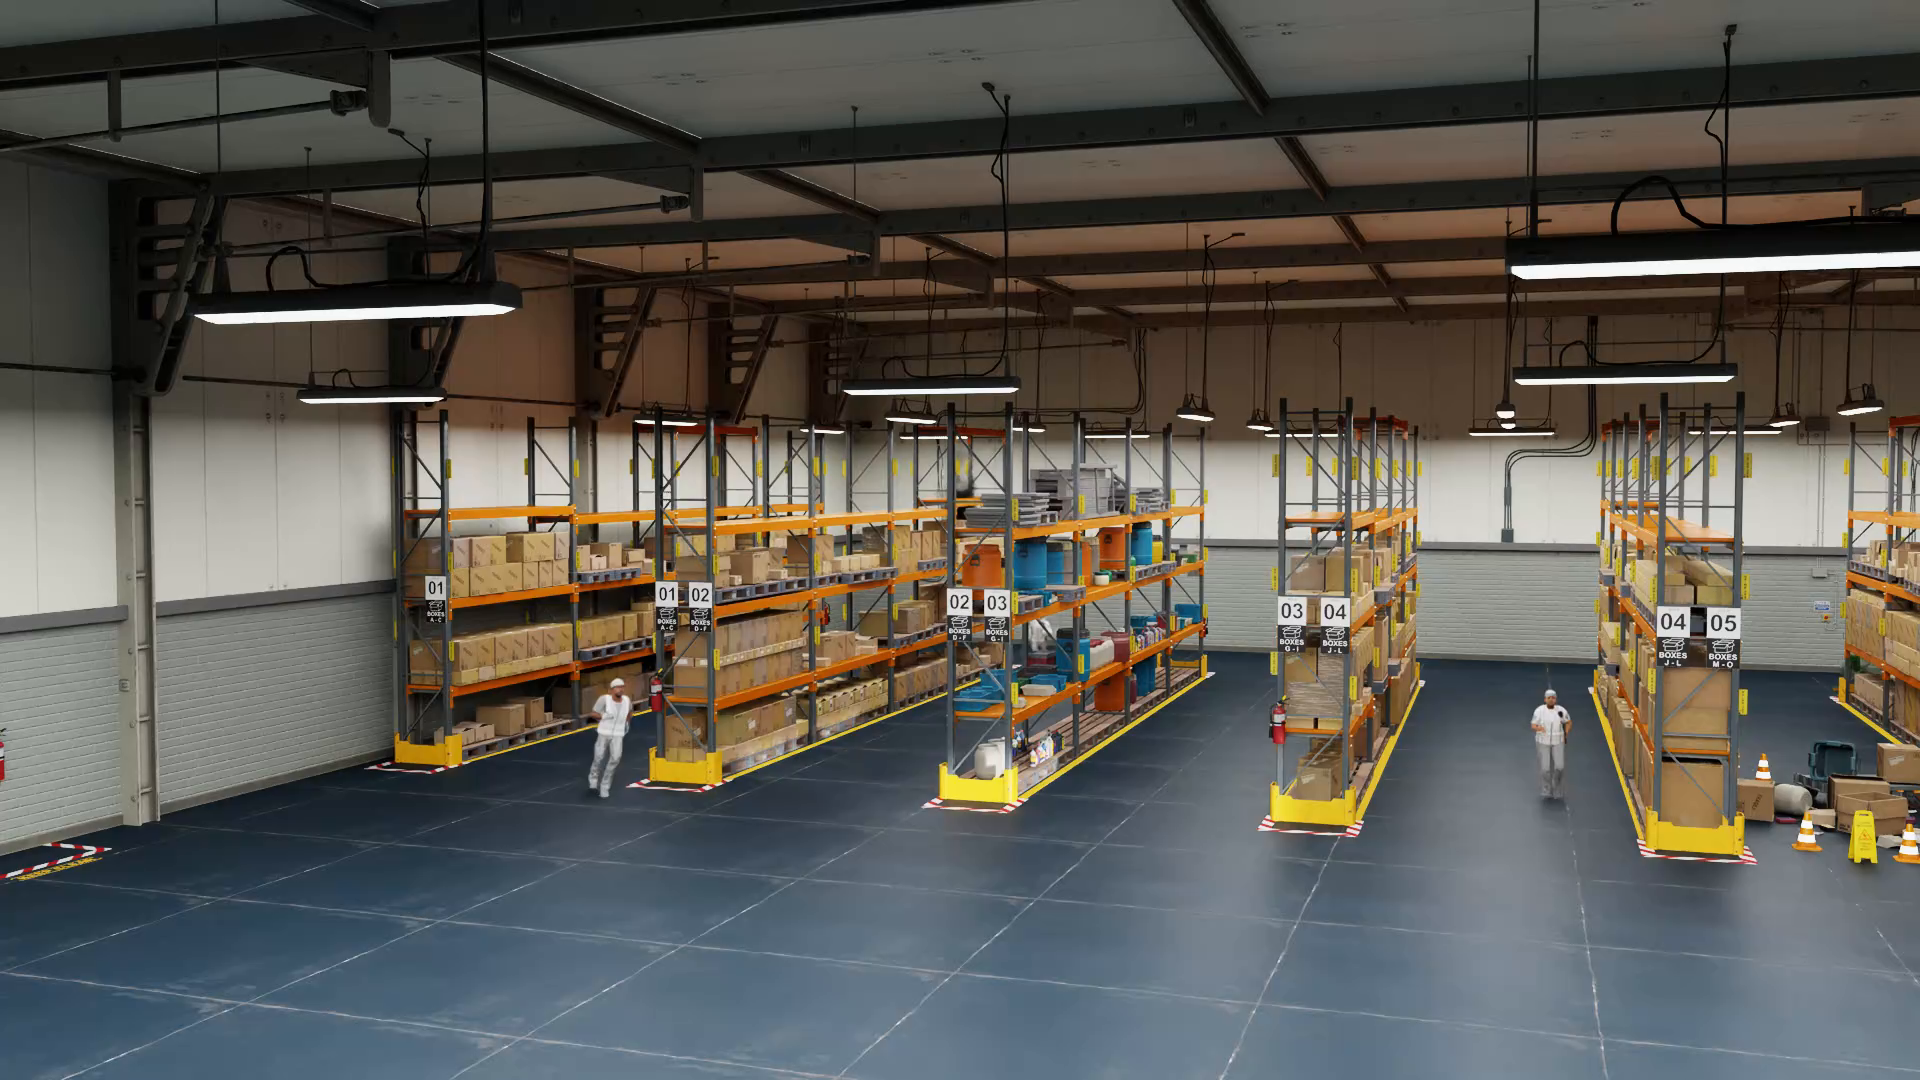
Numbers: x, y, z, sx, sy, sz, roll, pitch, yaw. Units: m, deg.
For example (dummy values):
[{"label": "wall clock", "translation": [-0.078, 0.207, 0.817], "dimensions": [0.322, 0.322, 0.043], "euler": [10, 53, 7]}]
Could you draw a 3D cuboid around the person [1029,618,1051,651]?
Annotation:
[{"label": "person", "translation": [1.873, 2.443, 39.451], "dimensions": [0.611, 1.677, 0.939], "euler": [0, 2, 10]}]

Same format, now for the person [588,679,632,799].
[{"label": "person", "translation": [-5.351, 3.029, 25.619], "dimensions": [0.676, 1.803, 0.744], "euler": [-1, 3, -22]}]

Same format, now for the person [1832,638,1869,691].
[{"label": "person", "translation": [19.766, 2.522, 36.803], "dimensions": [0.929, 1.759, 0.723], "euler": [2, 3, 45]}]

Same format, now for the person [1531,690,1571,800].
[{"label": "person", "translation": [8.946, 3.104, 25.149], "dimensions": [0.587, 1.660, 0.610], "euler": [1, 3, 17]}]
